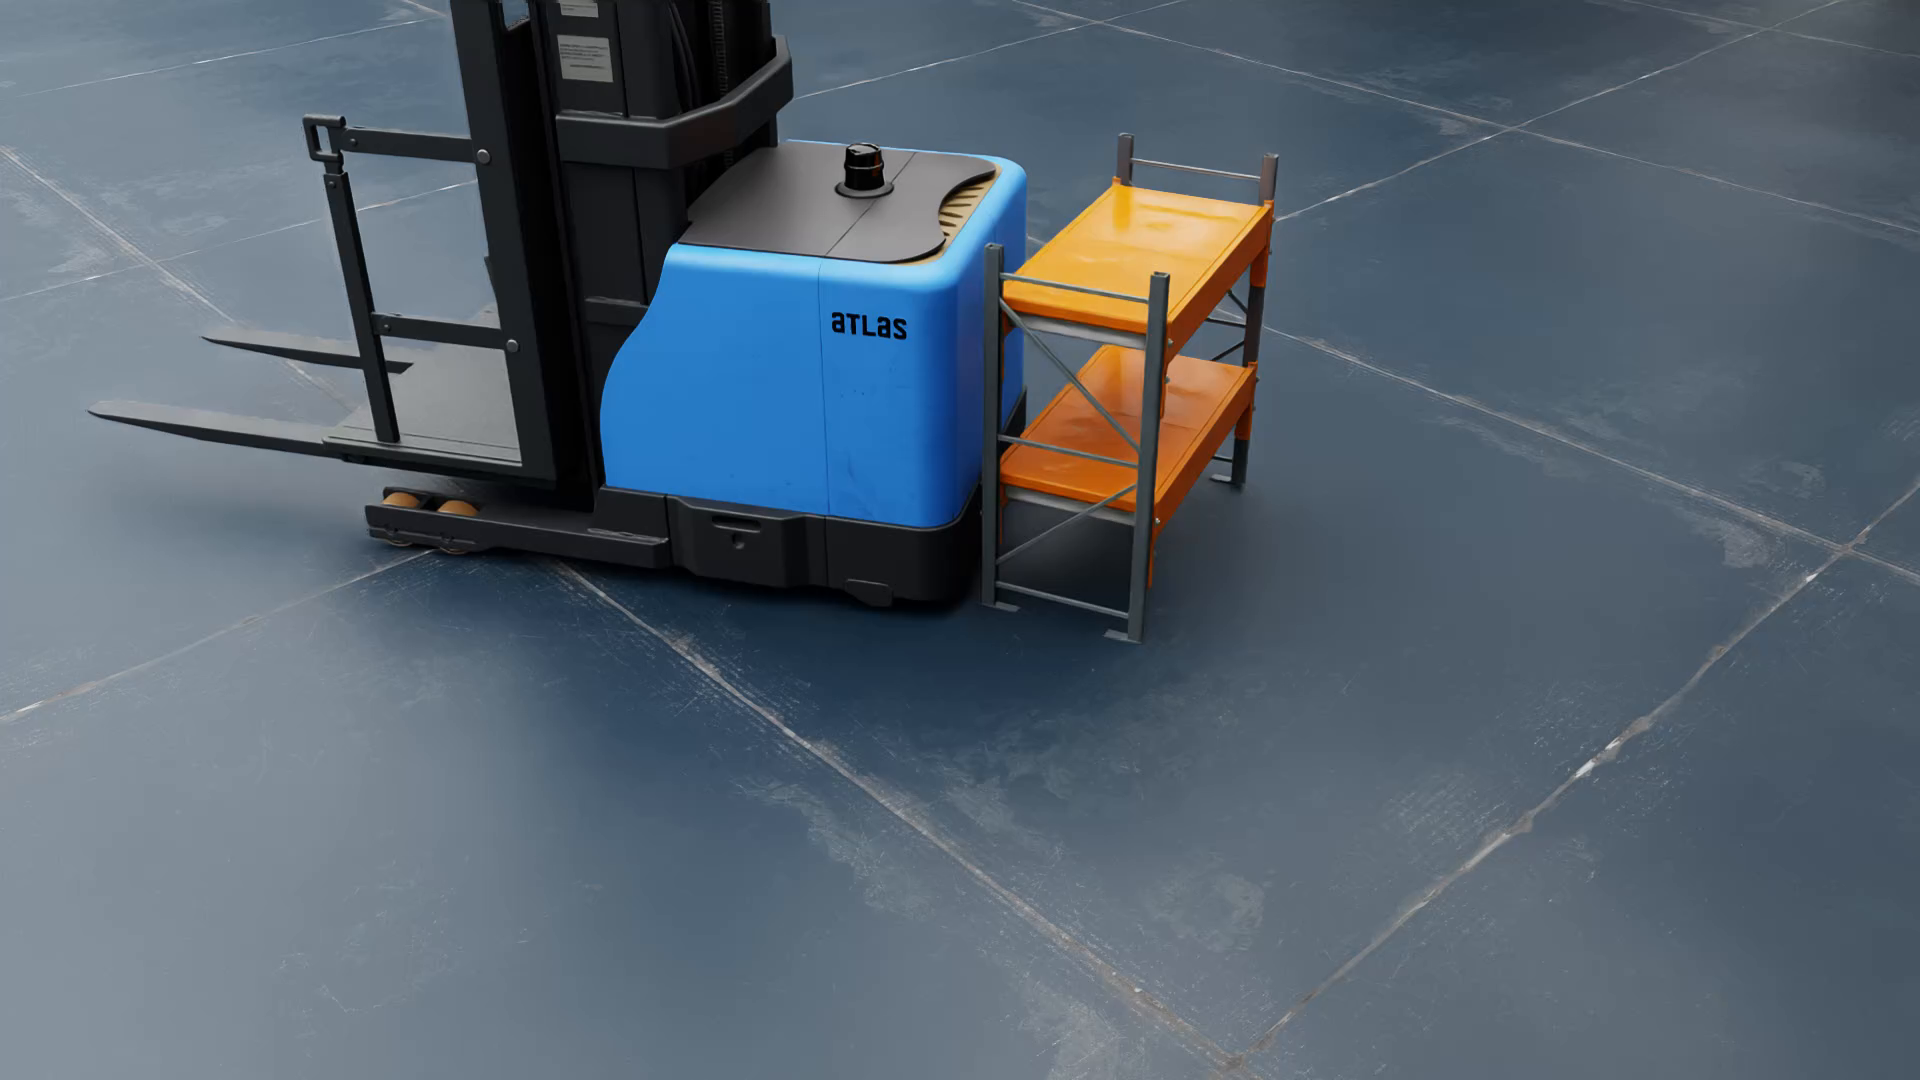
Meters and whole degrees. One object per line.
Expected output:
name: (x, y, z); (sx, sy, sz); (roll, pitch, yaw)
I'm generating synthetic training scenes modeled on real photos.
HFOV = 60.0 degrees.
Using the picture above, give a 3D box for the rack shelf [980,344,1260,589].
rack shelf: (0.509, -0.272, 5.085); (0.538, 0.278, 1.000); (13, 34, 21)

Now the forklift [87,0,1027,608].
forklift: (-1.355, -1.462, 4.831); (3.031, 2.935, 1.130); (8, 32, 12)

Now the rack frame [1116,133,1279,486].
rack frame: (0.722, -0.722, 5.352); (0.500, 1.125, 0.032); (13, 34, 21)

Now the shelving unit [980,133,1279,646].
shelving unit: (0.509, -0.481, 4.958); (0.538, 1.125, 1.048); (13, 34, 21)

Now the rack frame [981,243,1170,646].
rack frame: (0.297, -0.240, 4.564); (0.500, 1.125, 0.032); (13, 34, 21)

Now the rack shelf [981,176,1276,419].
rack shelf: (0.509, -0.730, 4.805); (0.538, 0.278, 1.000); (13, 34, 21)
